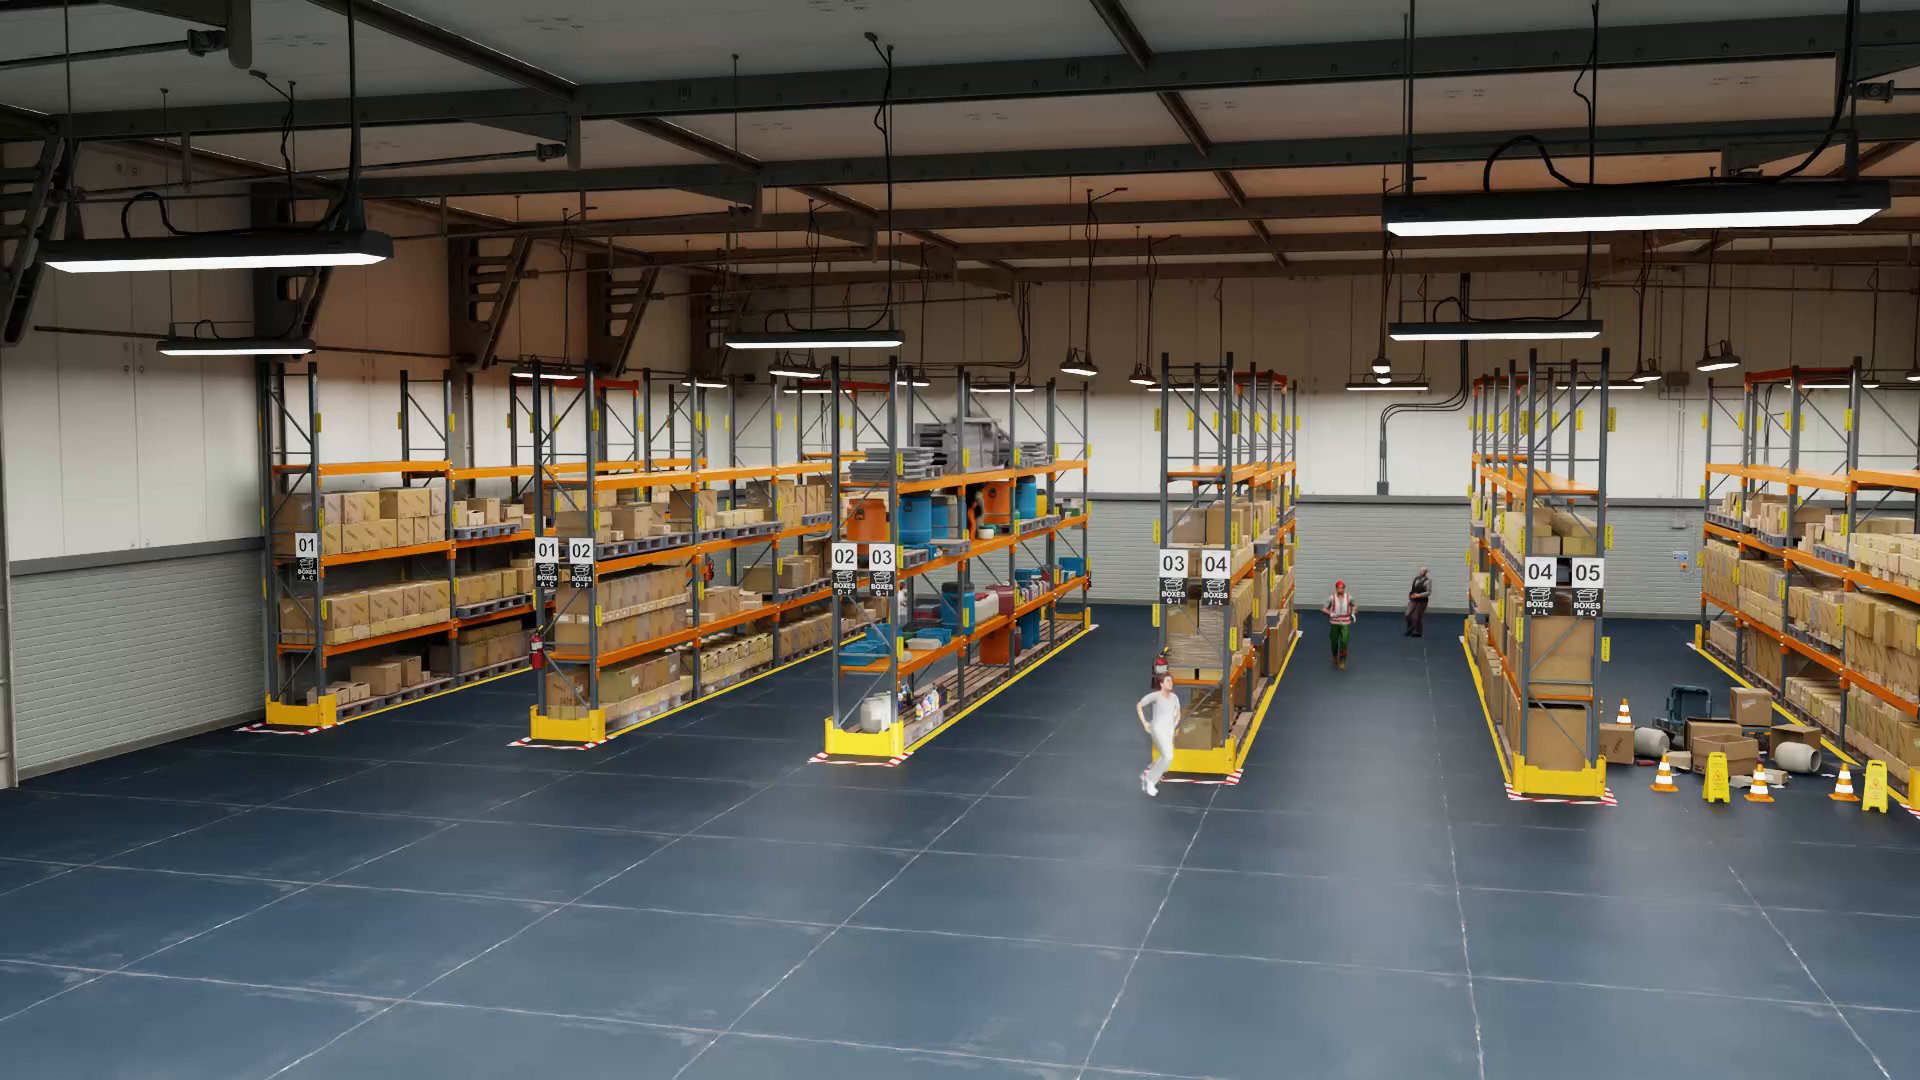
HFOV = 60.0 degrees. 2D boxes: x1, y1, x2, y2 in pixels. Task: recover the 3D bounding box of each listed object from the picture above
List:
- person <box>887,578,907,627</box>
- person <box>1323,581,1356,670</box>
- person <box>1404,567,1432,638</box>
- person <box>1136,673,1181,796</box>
[{"bbox_3d":[-1.288,1.649,35.736,0.543,1.758,0.755,0,4,-2],"label":"person"},{"bbox_3d":[7.739,1.716,33.908,0.677,1.778,0.837,1,4,9],"label":"person"},{"bbox_3d":[10.625,1.448,38.546,0.634,1.681,0.686,-3,5,-40],"label":"person"},{"bbox_3d":[2.739,2.632,22.376,0.577,1.581,0.576,-3,5,-40],"label":"person"}]
